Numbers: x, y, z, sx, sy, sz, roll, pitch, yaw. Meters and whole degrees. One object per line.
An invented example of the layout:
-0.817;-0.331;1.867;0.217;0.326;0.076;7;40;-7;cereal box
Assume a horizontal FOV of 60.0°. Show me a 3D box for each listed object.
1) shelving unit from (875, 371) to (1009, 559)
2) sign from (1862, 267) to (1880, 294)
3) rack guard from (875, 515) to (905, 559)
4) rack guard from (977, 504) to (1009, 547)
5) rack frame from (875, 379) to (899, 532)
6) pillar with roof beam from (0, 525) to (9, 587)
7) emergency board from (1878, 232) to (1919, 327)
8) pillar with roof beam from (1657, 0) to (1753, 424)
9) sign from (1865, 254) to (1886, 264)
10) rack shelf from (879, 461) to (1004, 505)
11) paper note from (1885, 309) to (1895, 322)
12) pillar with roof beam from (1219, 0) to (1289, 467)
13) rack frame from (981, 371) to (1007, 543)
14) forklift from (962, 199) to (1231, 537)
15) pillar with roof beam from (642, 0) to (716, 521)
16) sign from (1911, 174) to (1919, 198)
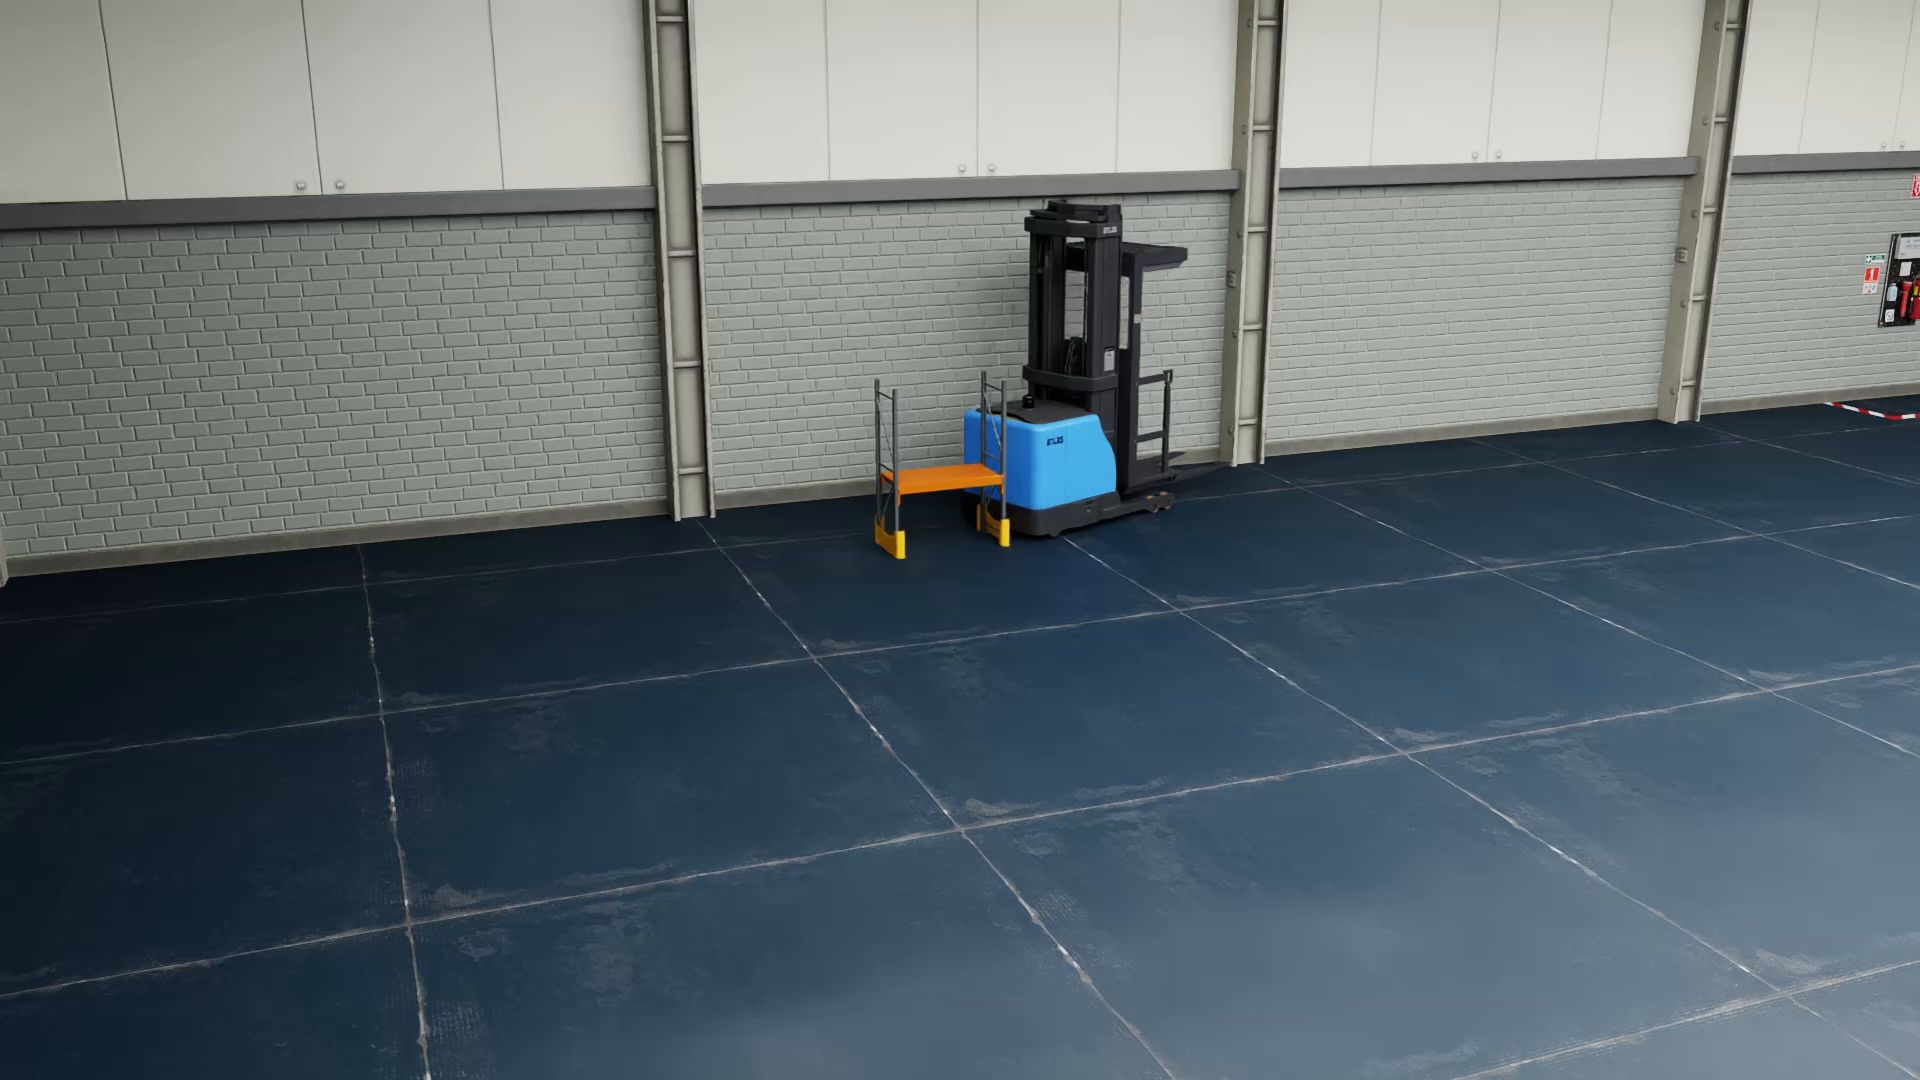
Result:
-0.162;-0.683;14.763;1.083;1.500;0.587;-7;18;-21;shelving unit
11.369;-3.241;20.749;0.234;0.329;0.001;-6;17;-20;sign
-0.623;-0.031;14.759;0.087;0.250;0.587;-7;18;-21;rack guard
0.299;-0.137;15.120;0.087;0.250;0.587;-7;18;-21;rack guard
-0.641;-0.628;14.576;0.032;1.500;0.500;-7;18;-21;rack frame
-6.627;-2.818;8.724;0.400;9.000;9.100;-6;17;-20;pillar with roof beam
11.922;-3.253;20.852;0.643;1.169;0.194;-6;17;-20;emergency board
10.181;-4.633;14.904;0.400;9.000;9.100;-6;17;-20;pillar with roof beam
11.376;-3.494;20.668;0.331;0.109;0.001;-6;17;-20;sign
-0.171;-0.510;14.811;1.000;0.185;0.538;-7;18;-21;rack shelf
11.732;-2.831;20.977;0.142;0.148;0.016;-6;17;-20;paper note
4.578;-4.028;12.844;0.400;9.000;9.100;-6;17;-20;pillar with roof beam
0.300;-0.736;14.944;0.032;1.500;0.500;-7;18;-21;rack frame
1.442;-1.761;15.893;3.031;2.935;1.130;-15;22;-41;forklift
-1.024;-3.423;10.784;0.400;9.000;9.100;-6;17;-20;pillar with roof beam
11.879;-4.391;20.612;0.199;0.298;0.001;-6;17;-20;sign
